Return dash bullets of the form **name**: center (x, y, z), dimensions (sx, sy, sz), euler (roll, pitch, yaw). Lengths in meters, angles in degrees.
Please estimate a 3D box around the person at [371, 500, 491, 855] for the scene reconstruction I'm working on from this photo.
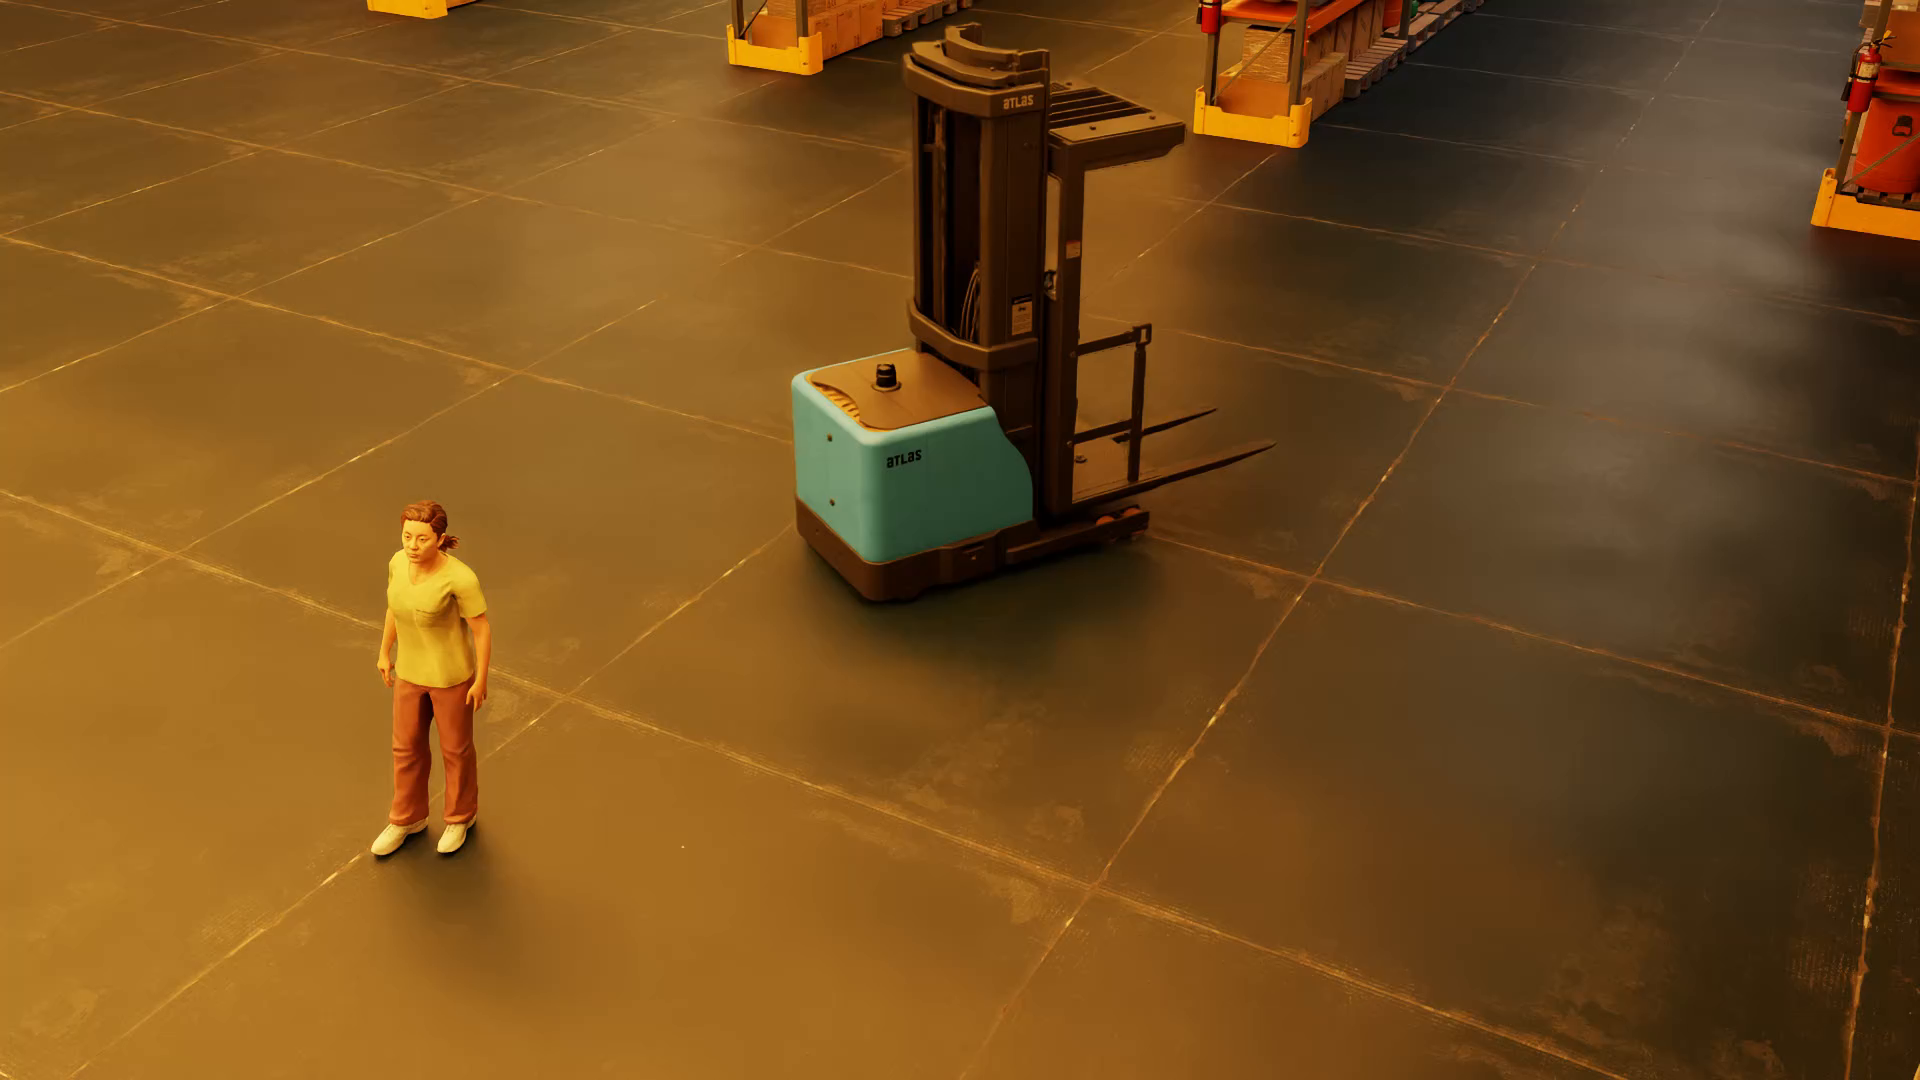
- **person**: center (-2.325, 0.622, 7.234), dimensions (0.553, 1.675, 0.549), euler (10, 31, 17)

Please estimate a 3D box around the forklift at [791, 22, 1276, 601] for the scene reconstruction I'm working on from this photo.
- **forklift**: center (0.550, -1.455, 9.592), dimensions (3.031, 2.935, 1.130), euler (-16, 34, -26)
